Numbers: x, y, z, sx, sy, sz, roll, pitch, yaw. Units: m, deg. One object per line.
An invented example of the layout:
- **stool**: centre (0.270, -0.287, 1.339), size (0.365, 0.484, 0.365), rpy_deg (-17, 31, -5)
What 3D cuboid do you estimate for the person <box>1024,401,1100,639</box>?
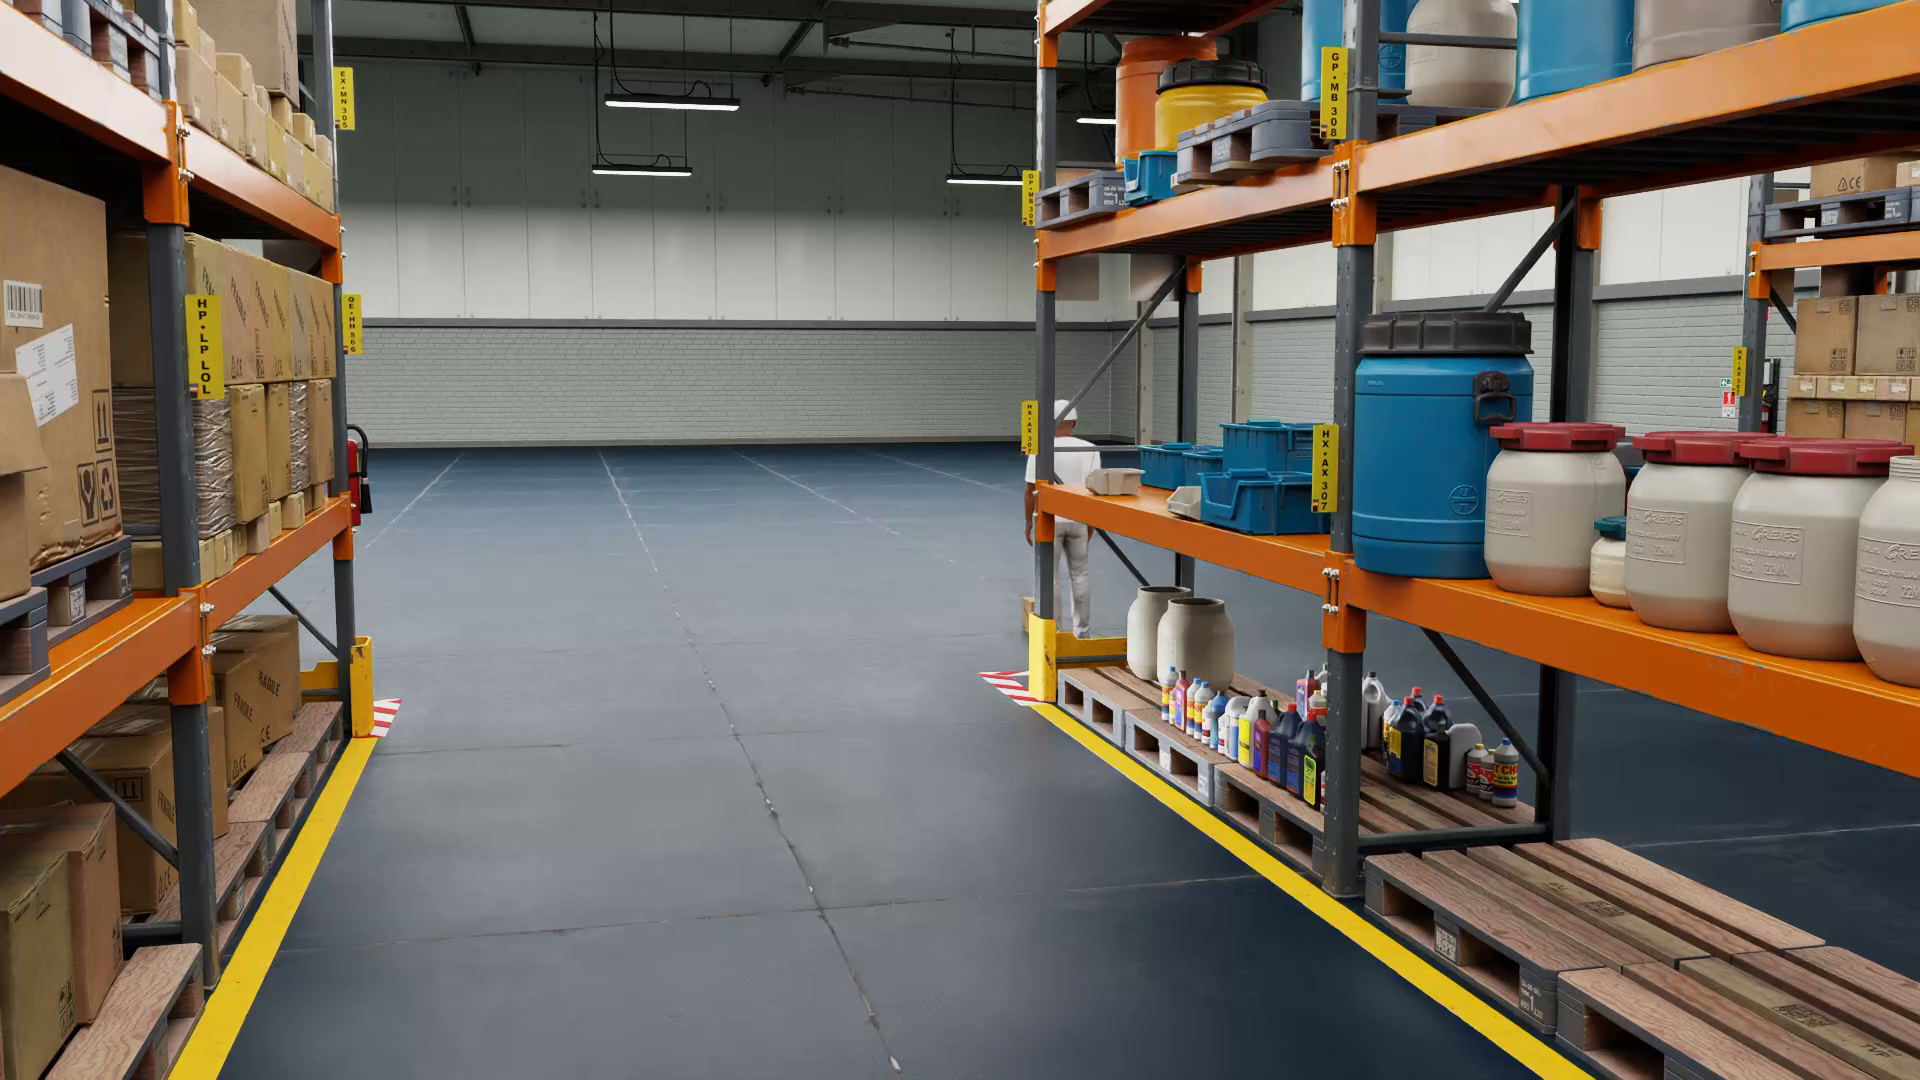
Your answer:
- **person**: centre (0.732, -0.128, 12.064), size (0.563, 1.761, 0.358), rpy_deg (-1, 6, -12)
